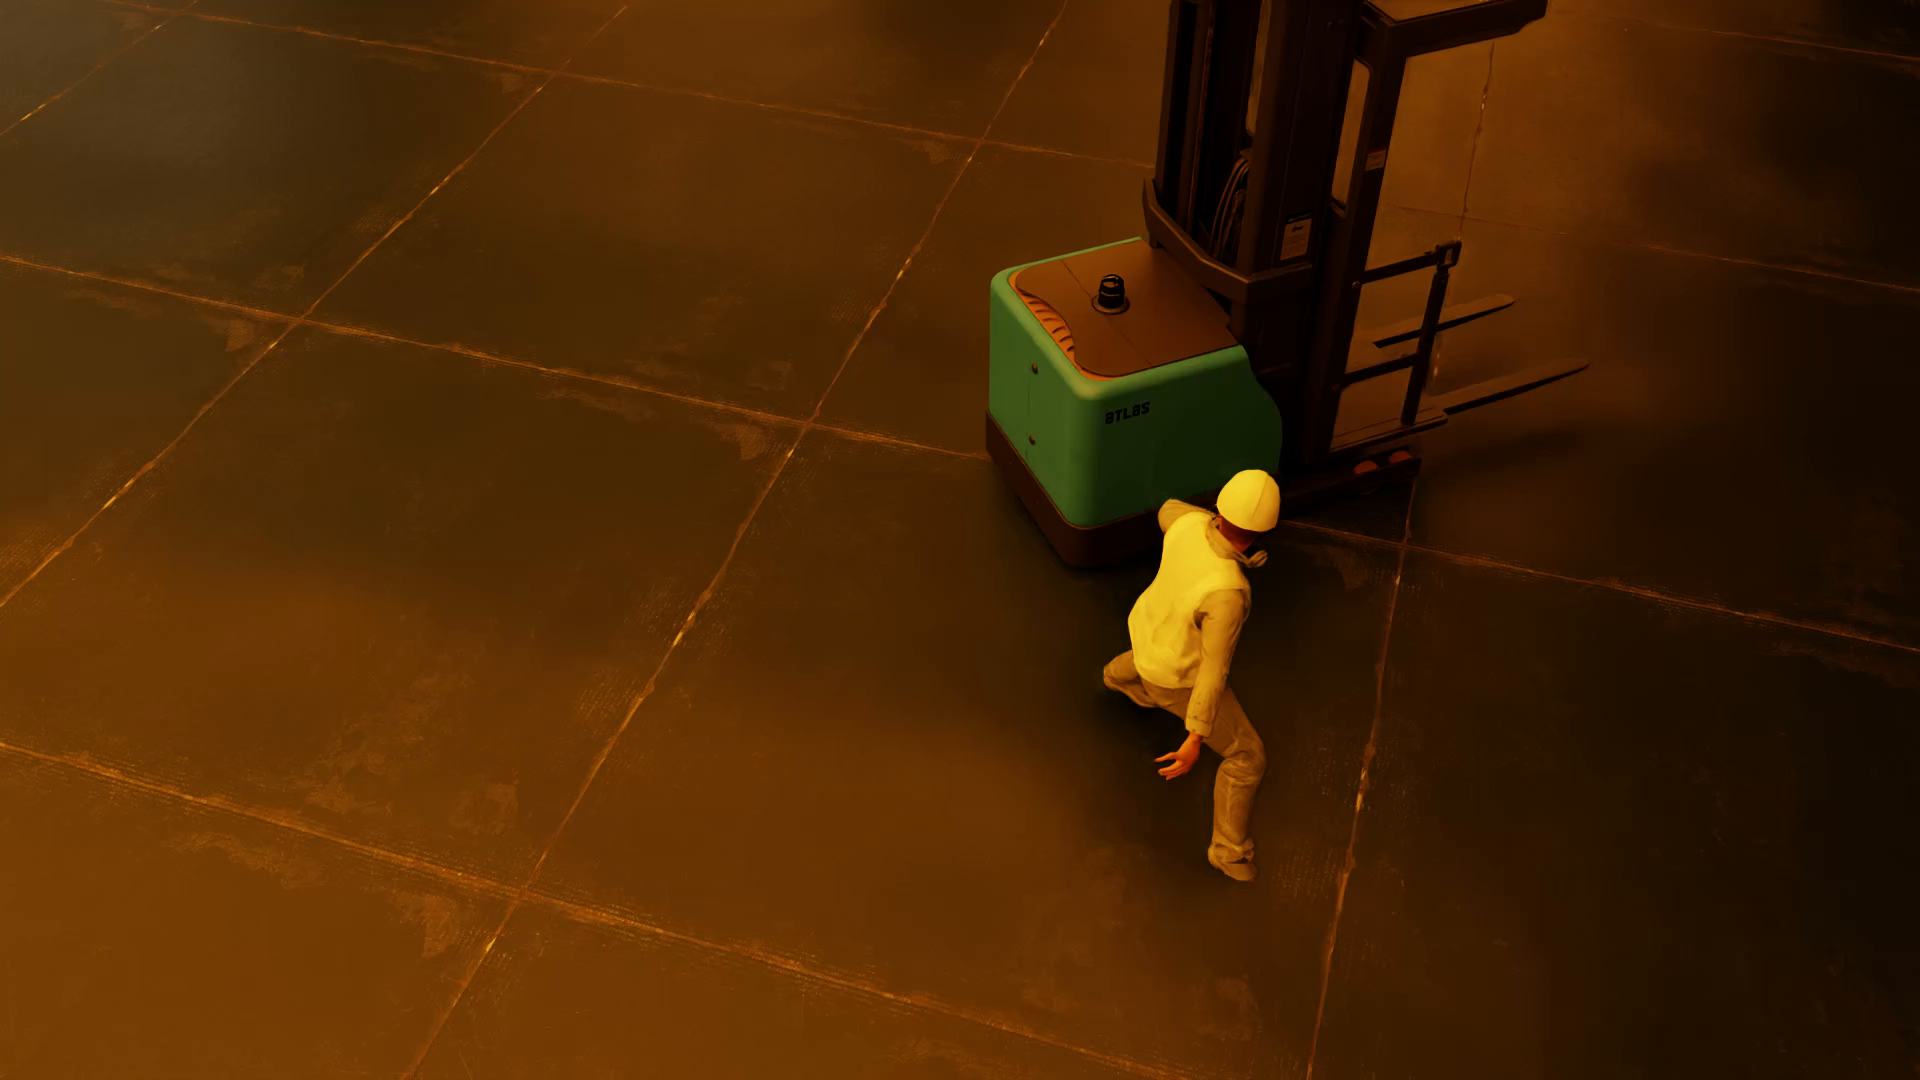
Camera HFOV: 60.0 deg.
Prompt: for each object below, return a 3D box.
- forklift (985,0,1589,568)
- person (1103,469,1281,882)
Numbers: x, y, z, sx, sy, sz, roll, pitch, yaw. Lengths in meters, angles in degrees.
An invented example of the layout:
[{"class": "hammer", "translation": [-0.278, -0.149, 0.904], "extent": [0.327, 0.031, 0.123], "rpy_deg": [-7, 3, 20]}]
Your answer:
[{"class": "forklift", "translation": [1.690, -1.607, 7.417], "extent": [3.031, 2.935, 1.130], "rpy_deg": [-16, 45, -17]}, {"class": "person", "translation": [0.904, 0.455, 6.238], "extent": [0.539, 1.715, 1.116], "rpy_deg": [-3, 43, -3]}]
